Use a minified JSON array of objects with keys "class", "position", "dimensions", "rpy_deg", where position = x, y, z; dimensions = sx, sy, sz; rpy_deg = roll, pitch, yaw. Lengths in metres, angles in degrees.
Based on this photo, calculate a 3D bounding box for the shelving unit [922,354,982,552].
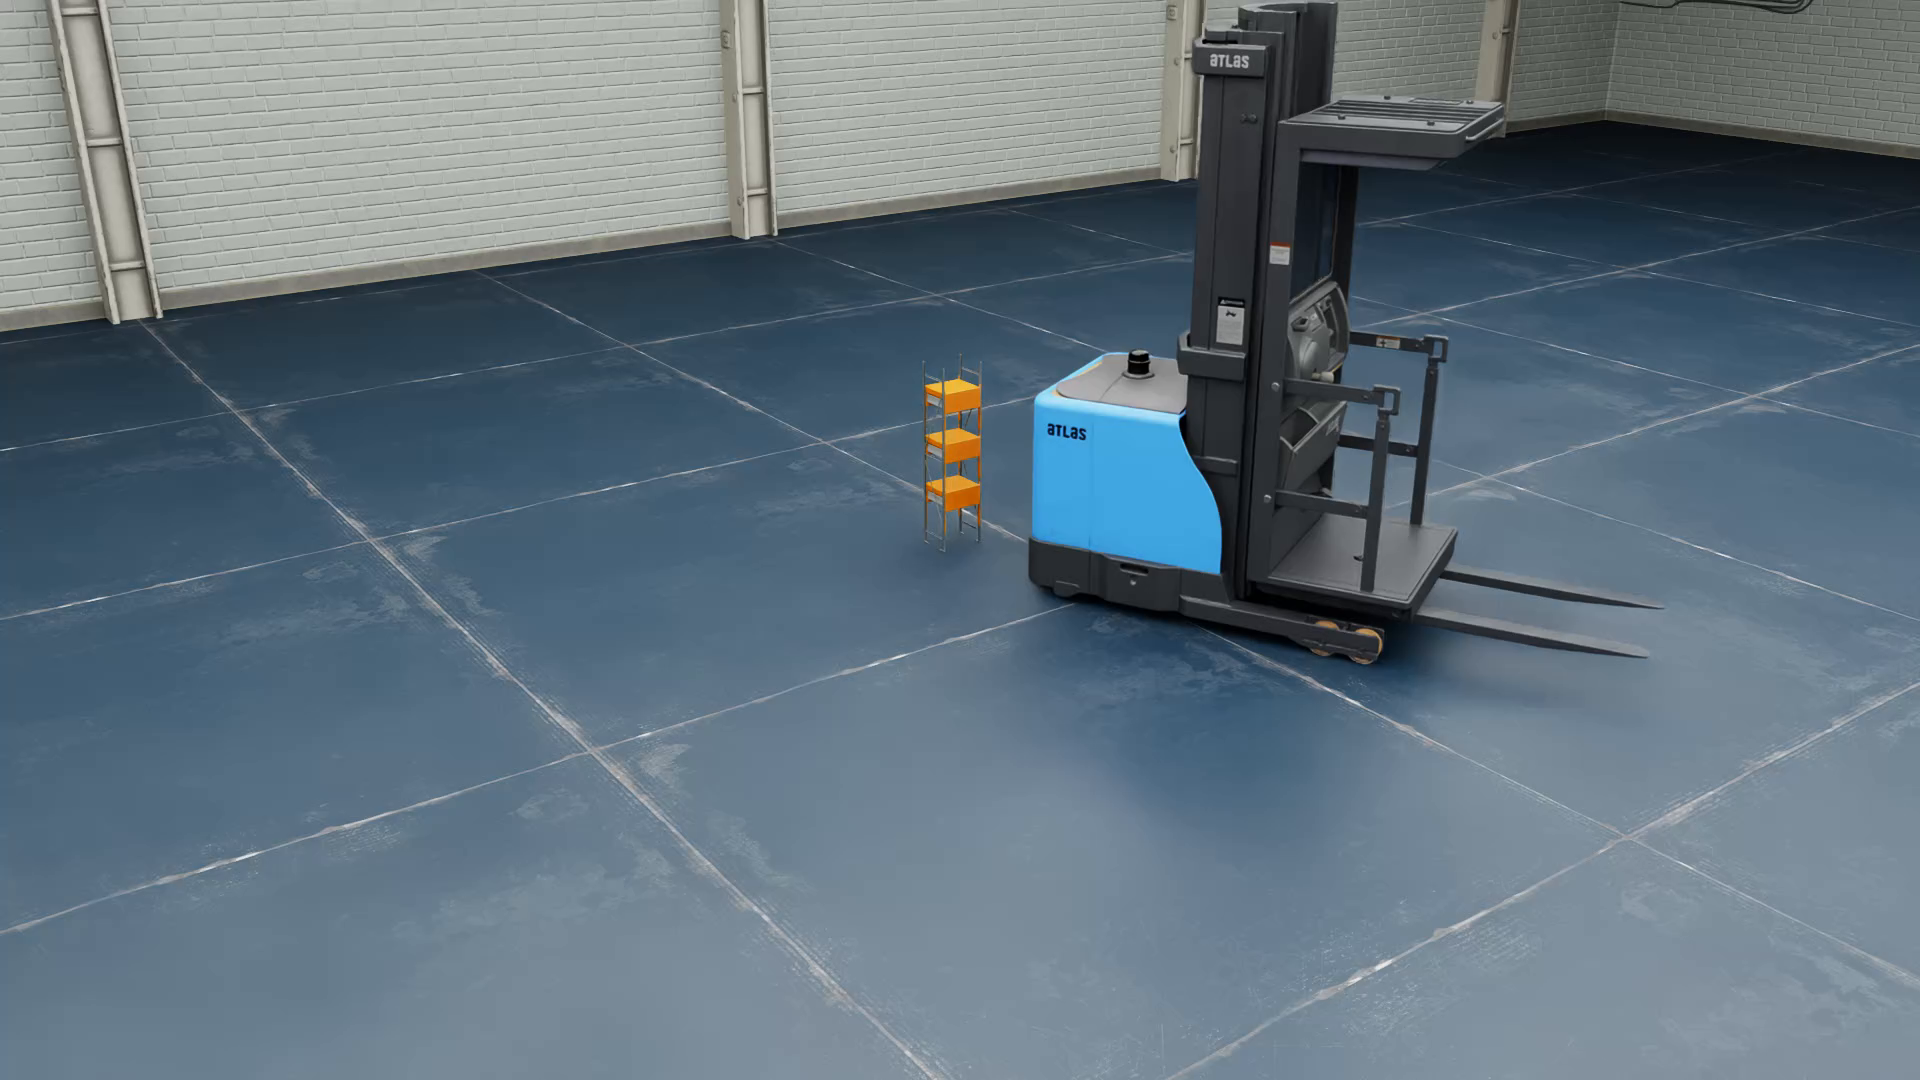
[{"class":"shelving unit","position":[-0.043,-0.476,9.173],"dimensions":[0.252,1.050,0.215],"rpy_deg":[-15,26,-33]}]

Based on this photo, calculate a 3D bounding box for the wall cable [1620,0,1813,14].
[{"class":"wall cable","position":[10.752,-8.770,23.421],"dimensions":[0.112,2.526,3.097],"rpy_deg":[-15,26,-33]}]

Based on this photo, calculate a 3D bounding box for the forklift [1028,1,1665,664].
[{"class":"forklift","position":[1.907,-0.995,7.936],"dimensions":[3.031,2.935,1.130],"rpy_deg":[11,24,25]}]

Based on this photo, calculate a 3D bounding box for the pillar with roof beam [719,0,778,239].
[{"class":"pillar with roof beam","position":[0.362,-6.079,12.490],"dimensions":[0.400,9.000,9.100],"rpy_deg":[-15,26,-33]}]

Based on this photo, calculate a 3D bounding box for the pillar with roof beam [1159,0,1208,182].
[{"class":"pillar with roof beam","position":[5.233,-7.378,15.744],"dimensions":[0.400,9.000,9.100],"rpy_deg":[-15,26,-33]}]

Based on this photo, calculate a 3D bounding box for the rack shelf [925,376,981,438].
[{"class":"rack shelf","position":[-0.043,-0.730,9.072],"dimensions":[0.240,0.259,0.215],"rpy_deg":[-15,26,-33]}]

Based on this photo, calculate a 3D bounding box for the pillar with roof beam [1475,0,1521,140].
[{"class":"pillar with roof beam","position":[10.103,-8.677,18.999],"dimensions":[0.400,9.000,9.100],"rpy_deg":[-15,26,-33]}]

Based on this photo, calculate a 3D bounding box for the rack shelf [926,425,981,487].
[{"class":"rack shelf","position":[-0.043,-0.466,9.177],"dimensions":[0.240,0.259,0.215],"rpy_deg":[-15,26,-33]}]

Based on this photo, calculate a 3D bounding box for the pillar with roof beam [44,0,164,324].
[{"class":"pillar with roof beam","position":[-4.508,-4.781,9.235],"dimensions":[0.400,9.000,9.100],"rpy_deg":[-15,26,-33]}]

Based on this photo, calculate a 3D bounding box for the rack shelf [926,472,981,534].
[{"class":"rack shelf","position":[-0.043,-0.208,9.280],"dimensions":[0.240,0.259,0.215],"rpy_deg":[-15,26,-33]}]

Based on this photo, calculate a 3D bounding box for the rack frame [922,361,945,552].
[{"class":"rack frame","position":[-0.142,-0.450,9.107],"dimensions":[0.008,1.050,0.200],"rpy_deg":[-15,26,-33]}]

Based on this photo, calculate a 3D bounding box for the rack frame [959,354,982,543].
[{"class":"rack frame","position":[0.056,-0.502,9.239],"dimensions":[0.008,1.050,0.200],"rpy_deg":[-15,26,-33]}]
